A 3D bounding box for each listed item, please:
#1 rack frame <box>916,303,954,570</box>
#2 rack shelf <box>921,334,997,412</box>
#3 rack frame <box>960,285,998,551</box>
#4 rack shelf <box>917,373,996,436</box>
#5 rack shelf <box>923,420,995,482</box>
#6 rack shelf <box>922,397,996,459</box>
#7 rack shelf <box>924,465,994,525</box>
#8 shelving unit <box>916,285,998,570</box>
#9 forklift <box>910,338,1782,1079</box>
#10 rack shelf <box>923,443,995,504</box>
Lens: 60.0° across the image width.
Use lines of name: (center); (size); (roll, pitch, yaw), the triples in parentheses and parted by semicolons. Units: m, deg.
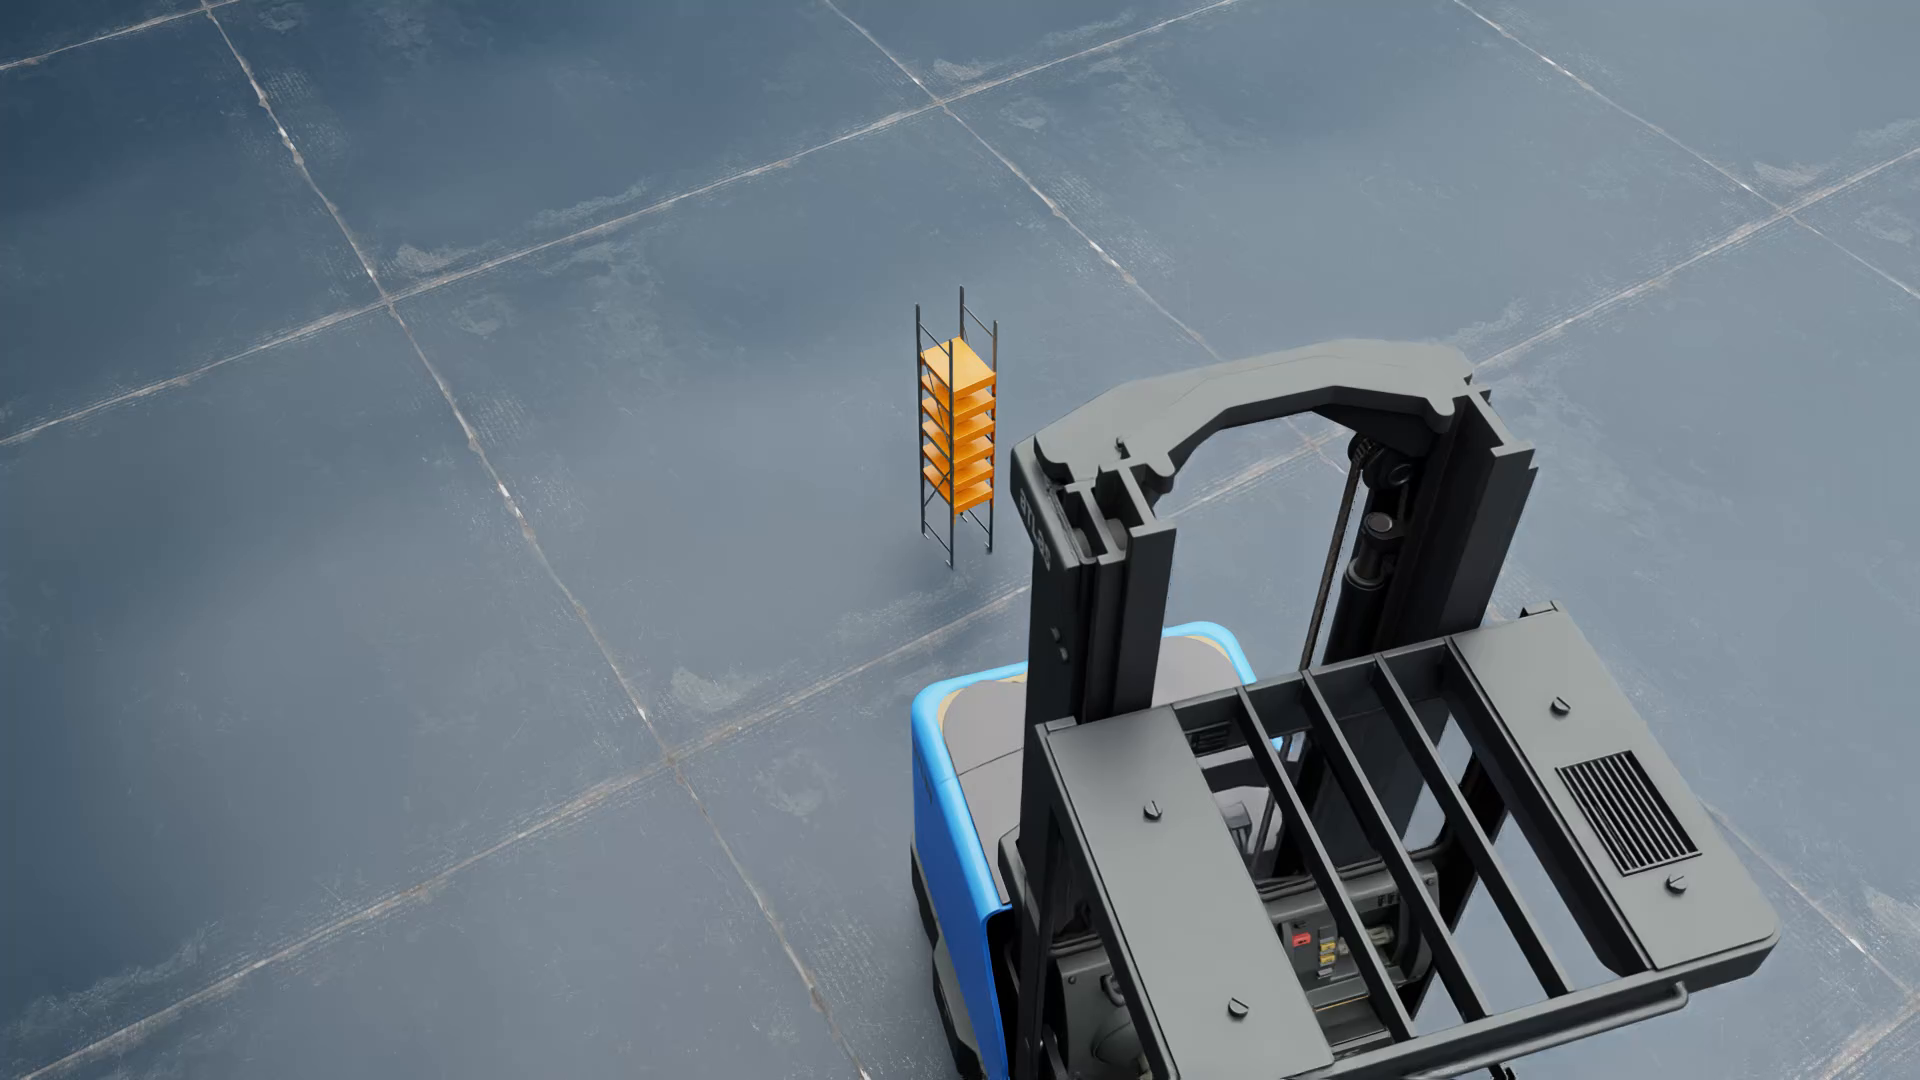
rack frame: (-0.090, -0.357, 6.210); (0.006, 1.200, 0.240); (-25, 53, -21)
rack shelf: (-0.012, -0.603, 6.006); (0.180, 0.103, 0.258); (-25, 53, -21)
rack frame: (0.065, -0.430, 6.275); (0.006, 1.200, 0.240); (-25, 53, -21)
rack shelf: (-0.012, -0.523, 6.096); (0.180, 0.103, 0.258); (-25, 53, -21)
rack shelf: (-0.012, -0.364, 6.275); (0.180, 0.103, 0.258); (-25, 53, -21)
rack shelf: (-0.012, -0.444, 6.186); (0.180, 0.103, 0.258); (-25, 53, -21)
rack shelf: (-0.012, -0.204, 6.455); (0.180, 0.103, 0.258); (-25, 53, -21)
shelving unit: (-0.012, -0.393, 6.242); (0.189, 1.200, 0.258); (-25, 53, -21)
forklift: (0.742, 1.130, 3.727); (1.130, 2.935, 3.031); (-12, 49, -11)
rack shelf: (-0.012, -0.284, 6.365); (0.180, 0.103, 0.258); (-25, 53, -21)
